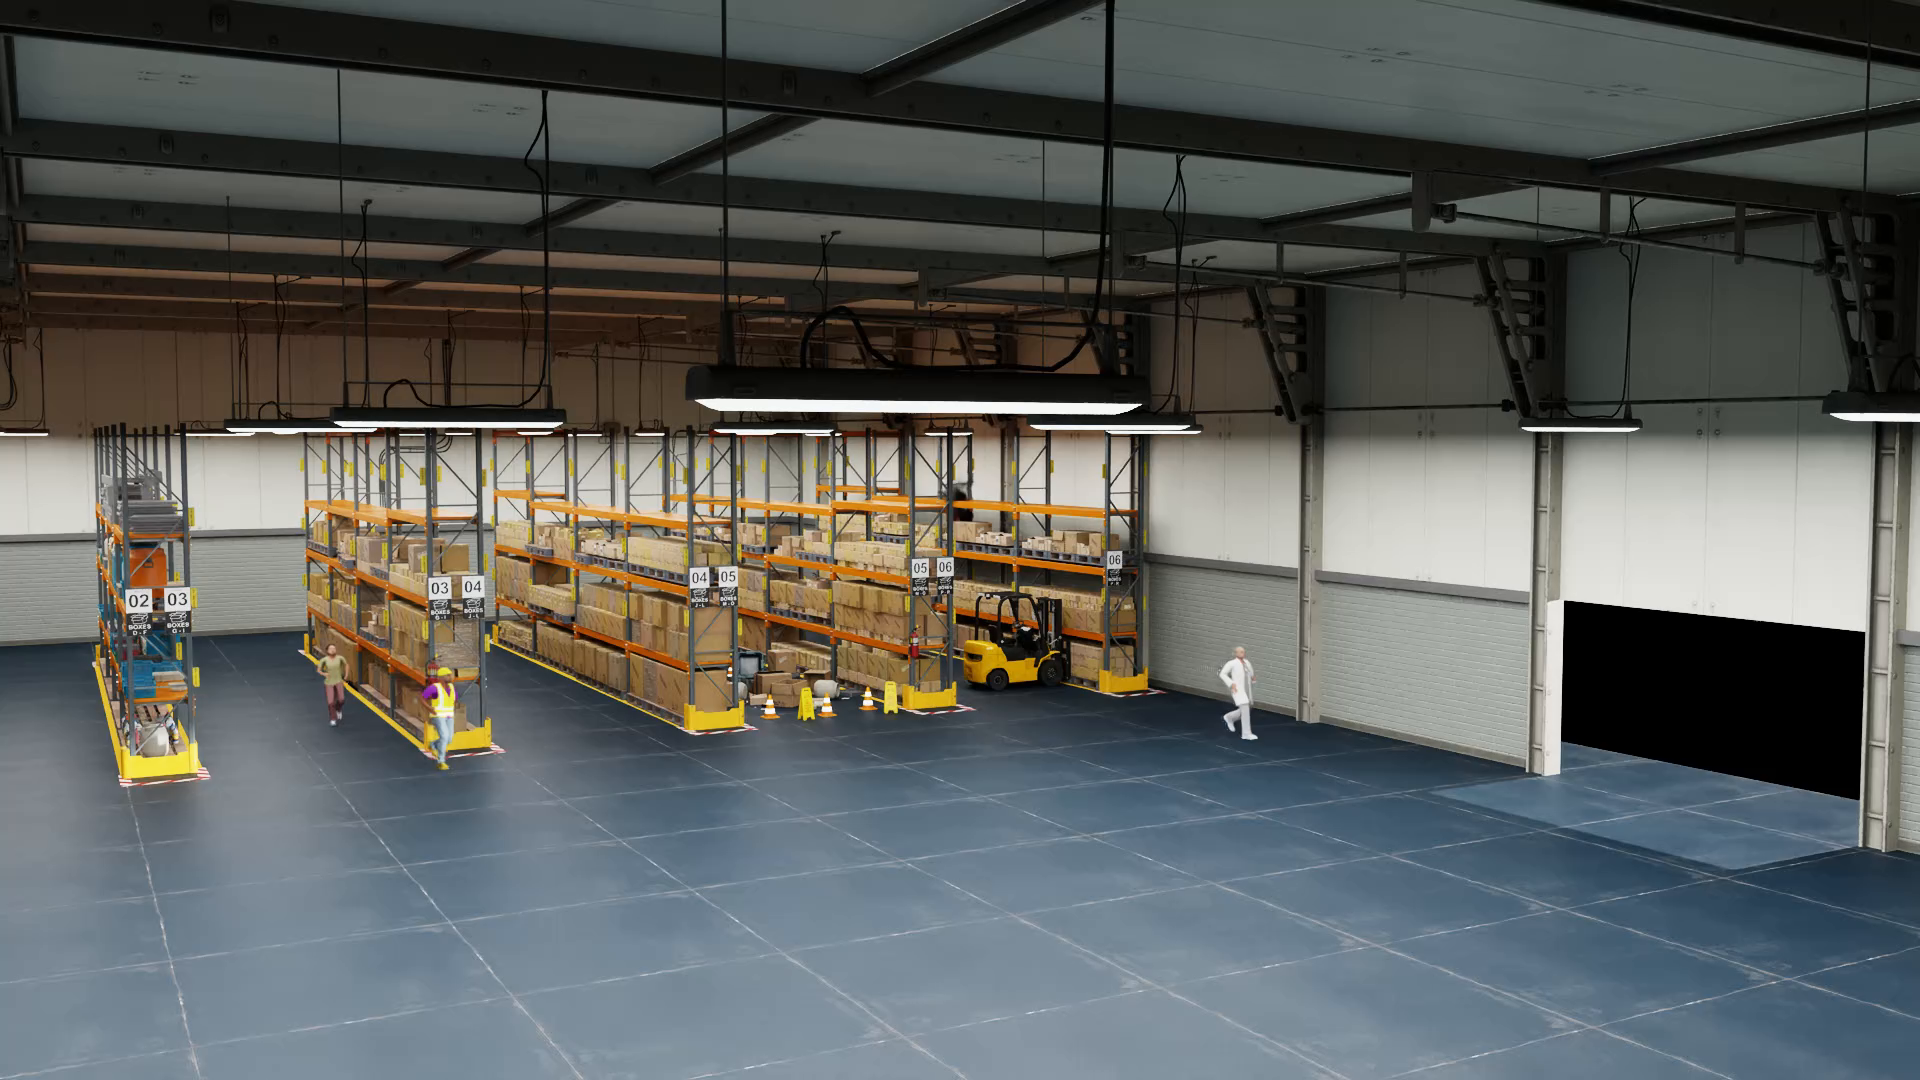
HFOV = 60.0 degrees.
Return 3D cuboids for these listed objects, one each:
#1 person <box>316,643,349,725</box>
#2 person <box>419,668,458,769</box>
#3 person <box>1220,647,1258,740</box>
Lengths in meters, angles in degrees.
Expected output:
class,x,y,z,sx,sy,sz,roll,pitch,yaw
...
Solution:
class,x,y,z,sx,sy,sz,roll,pitch,yaw
person,-12.534,2.885,33.282,0.626,1.639,0.525,-2,4,-28
person,-9.099,3.110,29.259,0.850,1.729,0.732,2,4,31
person,5.356,2.915,31.824,0.720,1.751,0.963,-3,4,-37
